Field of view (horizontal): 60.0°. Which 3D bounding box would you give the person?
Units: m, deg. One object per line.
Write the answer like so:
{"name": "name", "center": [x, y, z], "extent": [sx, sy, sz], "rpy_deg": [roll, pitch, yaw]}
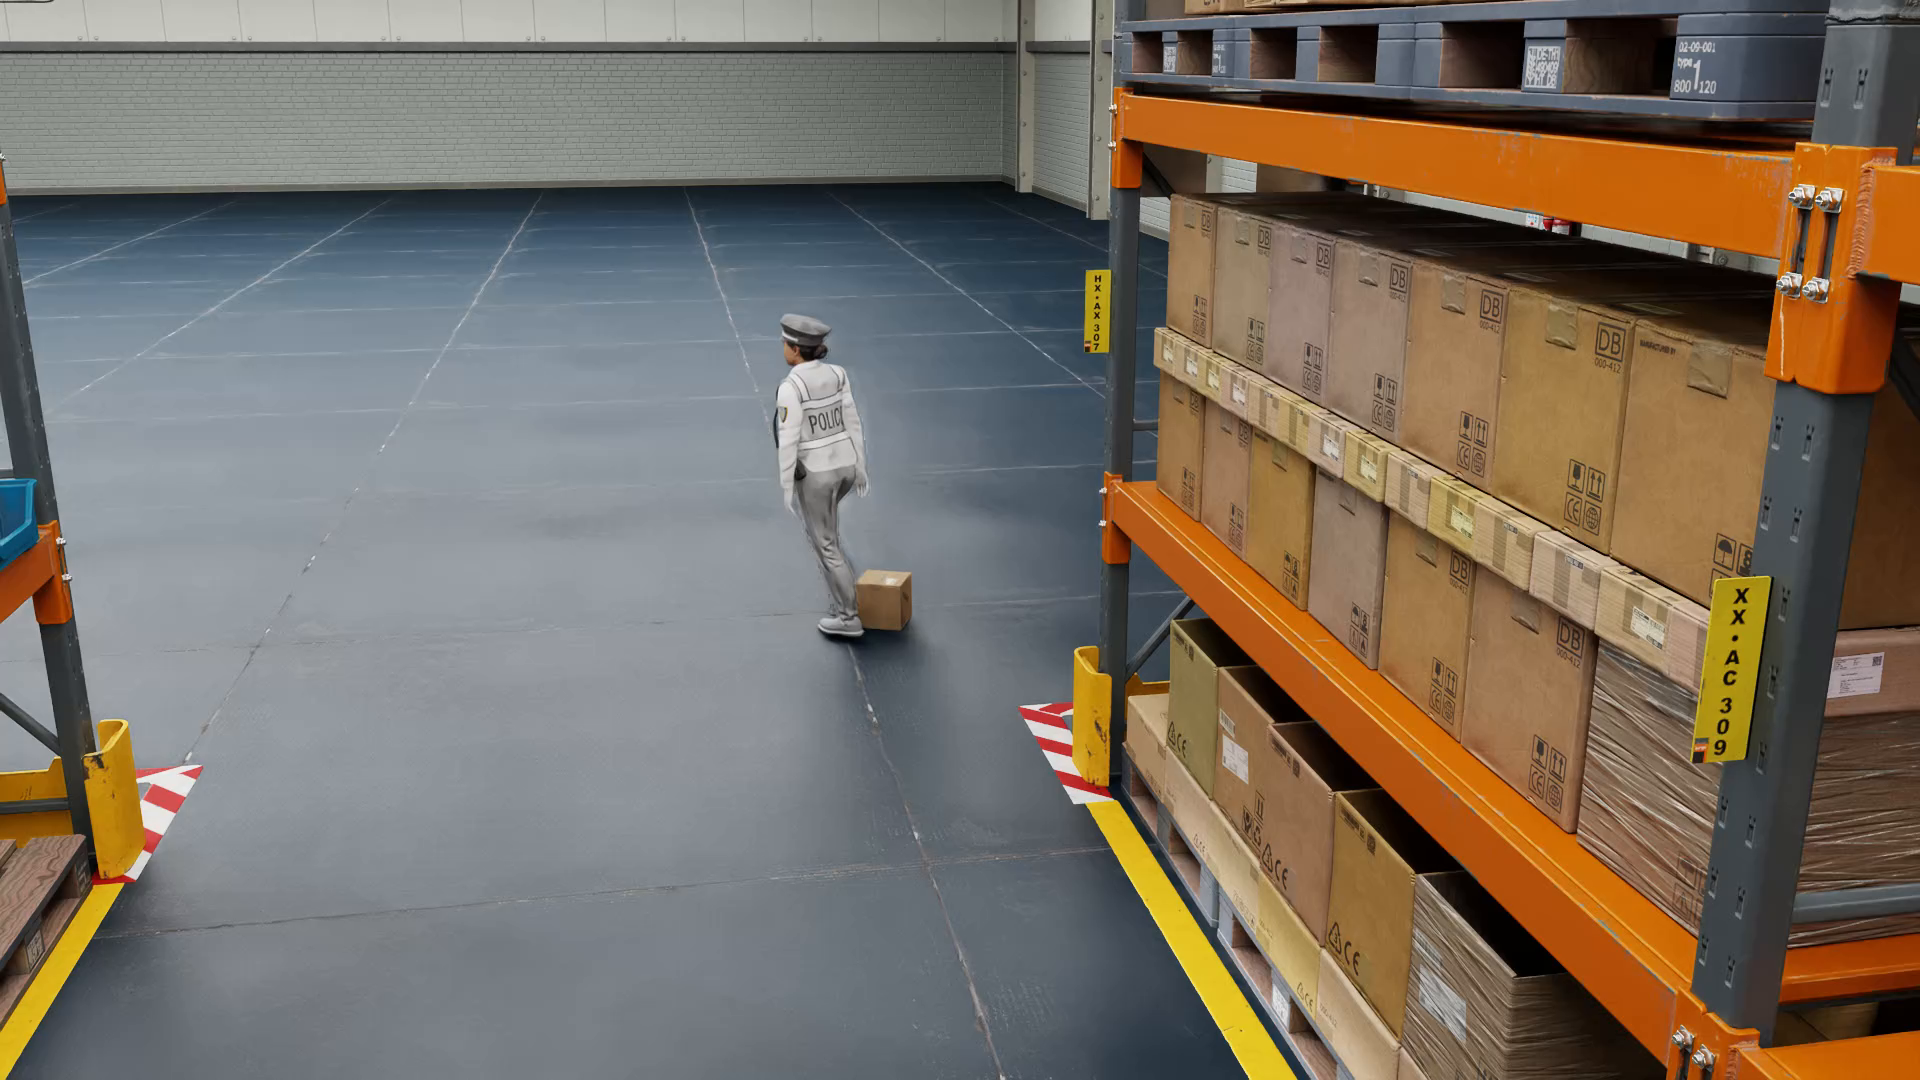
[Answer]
{"name": "person", "center": [-0.717, -0.322, 8.532], "extent": [0.483, 1.660, 0.509], "rpy_deg": [11, 20, 34]}
